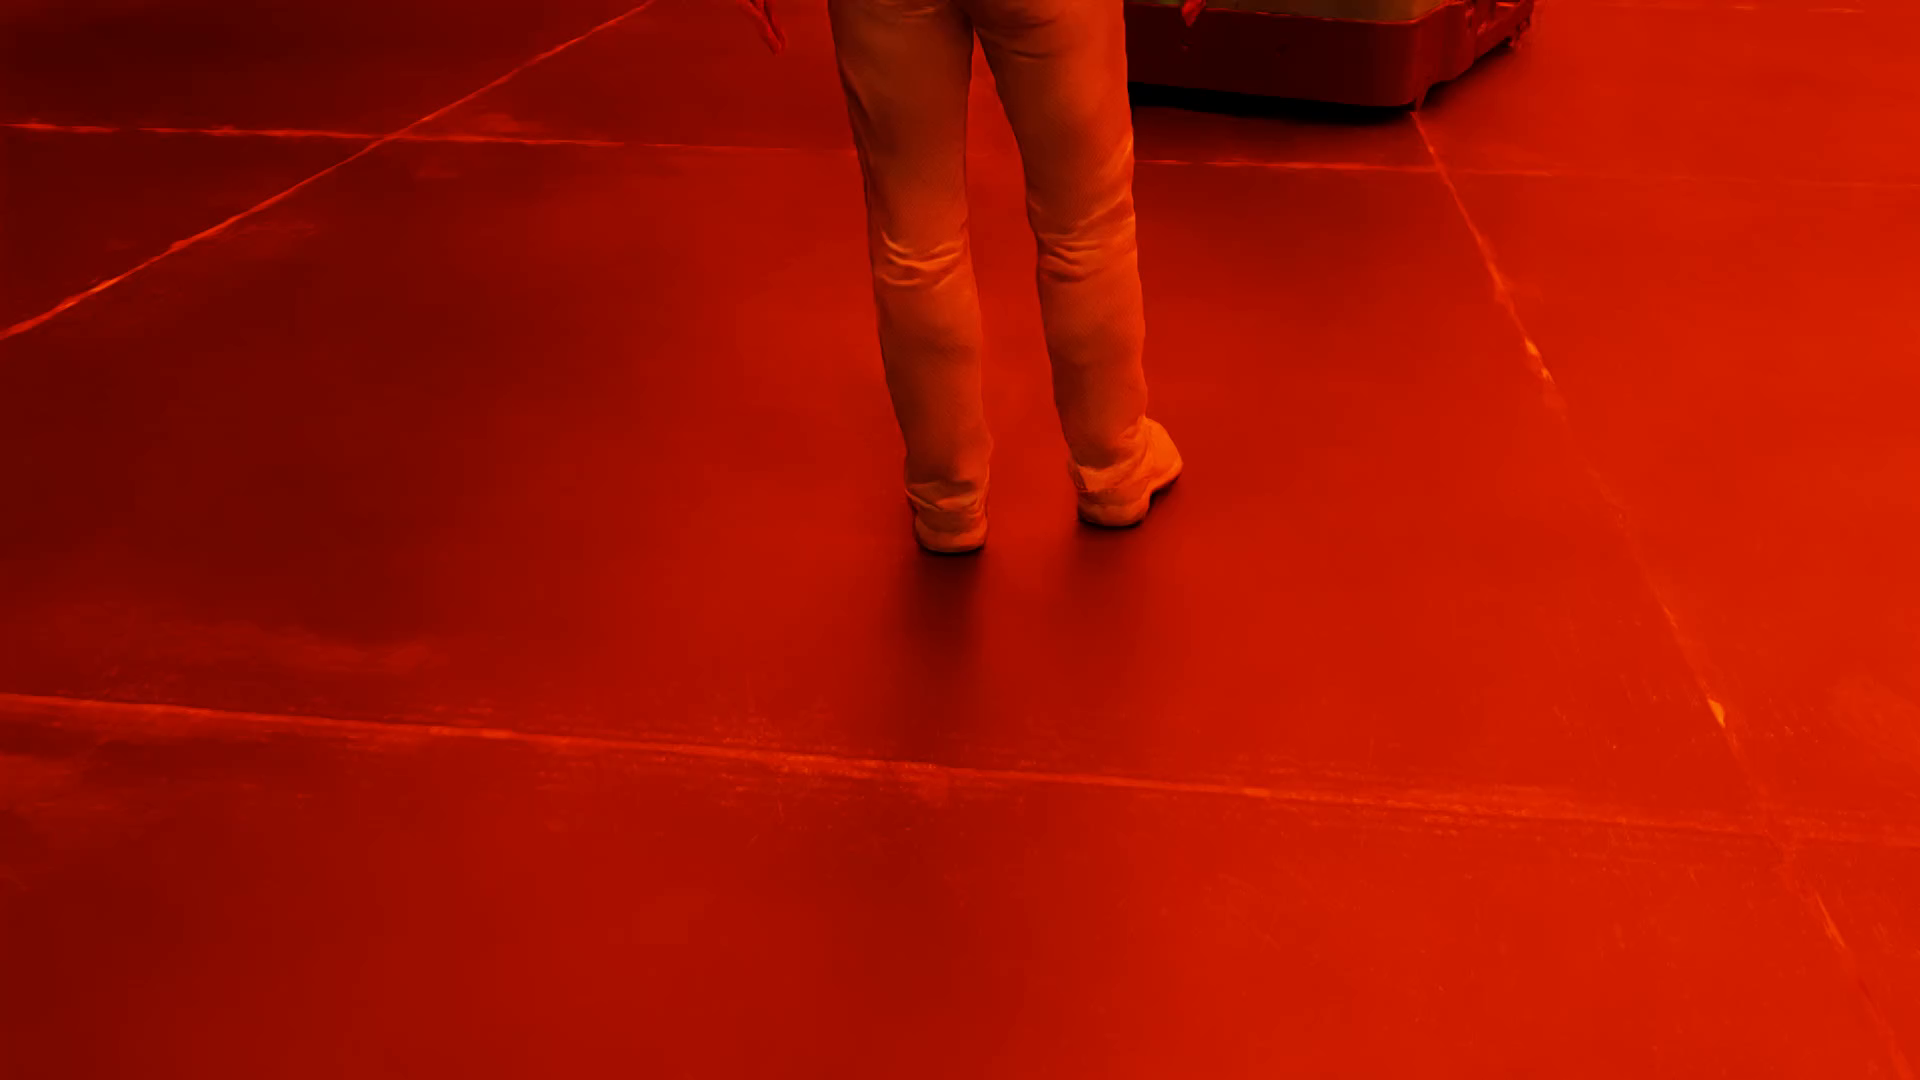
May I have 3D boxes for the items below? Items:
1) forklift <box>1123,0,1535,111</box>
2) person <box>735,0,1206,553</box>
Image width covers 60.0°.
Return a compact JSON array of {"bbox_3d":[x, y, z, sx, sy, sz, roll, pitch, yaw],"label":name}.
[{"bbox_3d":[1.526,-3.214,5.660,1.130,2.935,3.031,13,29,24],"label":"forklift"},{"bbox_3d":[0.015,-0.827,2.164,0.665,1.766,0.576,3,27,7],"label":"person"}]
